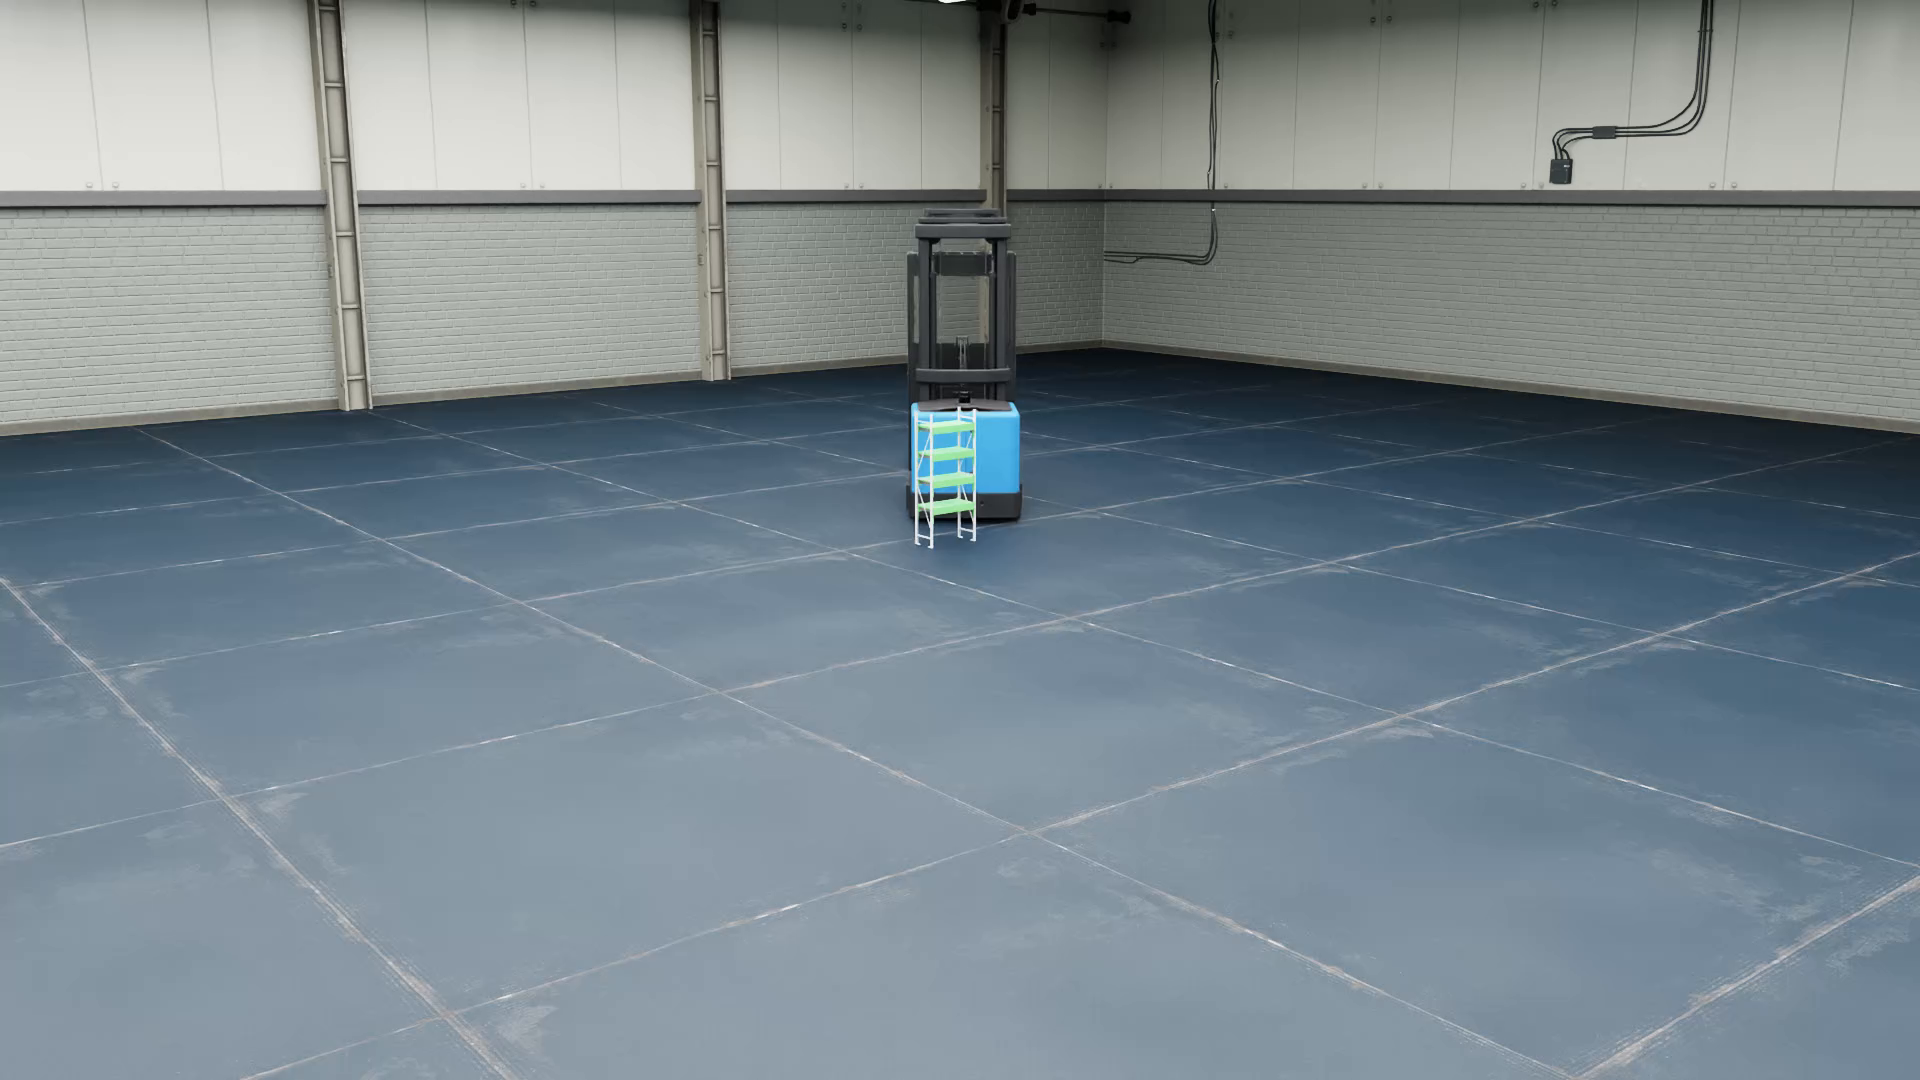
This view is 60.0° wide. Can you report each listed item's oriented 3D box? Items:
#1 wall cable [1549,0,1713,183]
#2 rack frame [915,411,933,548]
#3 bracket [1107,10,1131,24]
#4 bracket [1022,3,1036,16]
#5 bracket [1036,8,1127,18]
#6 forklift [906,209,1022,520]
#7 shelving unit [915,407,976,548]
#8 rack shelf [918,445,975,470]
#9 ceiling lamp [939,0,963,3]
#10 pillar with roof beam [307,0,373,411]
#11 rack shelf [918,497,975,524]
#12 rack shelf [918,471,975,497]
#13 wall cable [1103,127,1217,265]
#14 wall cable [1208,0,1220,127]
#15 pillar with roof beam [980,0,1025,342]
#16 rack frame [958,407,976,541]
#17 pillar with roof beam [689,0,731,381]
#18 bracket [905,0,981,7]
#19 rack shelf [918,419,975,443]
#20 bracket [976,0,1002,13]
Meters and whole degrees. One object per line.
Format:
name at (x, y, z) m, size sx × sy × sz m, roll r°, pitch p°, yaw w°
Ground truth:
wall cable at (9.659, -8.153, 23.672) m, size 0.169 × 6.003 × 2.305 m, roll -9°, pitch 15°, yaw -38°
rack frame at (-0.320, -0.534, 14.754) m, size 0.015 × 1.200 × 0.240 m, roll -9°, pitch 15°, yaw -38°
bracket at (3.011, -9.928, 31.553) m, size 0.430 × 0.232 × 0.235 m, roll -9°, pitch 15°, yaw -38°
bracket at (1.161, -9.620, 30.104) m, size 0.430 × 0.232 × 0.235 m, roll -9°, pitch 15°, yaw -38°
bracket at (2.550, -9.851, 31.192) m, size 3.189 × 0.066 × 0.076 m, roll -9°, pitch 15°, yaw -38°
forklift at (0.008, -1.883, 16.941) m, size 1.130 × 2.935 × 3.031 m, roll 0°, pitch 12°, yaw -2°
shelving unit at (-0.129, -0.565, 14.903) m, size 0.503 × 1.200 × 0.258 m, roll -9°, pitch 15°, yaw -38°
rack shelf at (-0.129, -0.738, 14.866) m, size 0.480 × 0.148 × 0.258 m, roll -9°, pitch 15°, yaw -38°
ceiling lamp at (0.564, -9.447, 23.900) m, size 0.800 × 3.185 × 2.000 m, roll -9°, pitch 15°, yaw -38°
pillar with roof beam at (-6.066, -5.608, 19.875) m, size 0.400 × 9.000 × 9.100 m, roll -9°, pitch 15°, yaw -38°
rack shelf at (-0.129, -0.268, 14.966) m, size 0.480 × 0.148 × 0.258 m, roll -9°, pitch 15°, yaw -38°
rack shelf at (-0.129, -0.503, 14.916) m, size 0.480 × 0.148 × 0.258 m, roll -9°, pitch 15°, yaw -38°
wall cable at (3.741, -6.512, 31.609) m, size 0.112 × 2.526 × 3.097 m, roll -9°, pitch 15°, yaw -38°
wall cable at (5.431, -8.544, 29.018) m, size 0.112 × 2.526 × 3.097 m, roll -9°, pitch 15°, yaw -38°
pillar with roof beam at (3.304, -7.165, 27.208) m, size 0.548 × 9.000 × 9.100 m, roll -9°, pitch 15°, yaw -38°
rack frame at (0.061, -0.597, 15.052) m, size 0.015 × 1.200 × 0.240 m, roll -9°, pitch 15°, yaw -38°
pillar with roof beam at (-1.381, -6.387, 23.541) m, size 0.548 × 9.000 × 9.100 m, roll -9°, pitch 15°, yaw -38°
bracket at (-1.500, -9.178, 28.023) m, size 4.783 × 0.066 × 0.076 m, roll -9°, pitch 15°, yaw -38°
rack shelf at (-0.129, -0.972, 14.817) m, size 0.480 × 0.148 × 0.258 m, roll -9°, pitch 15°, yaw -38°
bracket at (0.512, -9.513, 29.597) m, size 0.430 × 0.232 × 0.235 m, roll -9°, pitch 15°, yaw -38°
